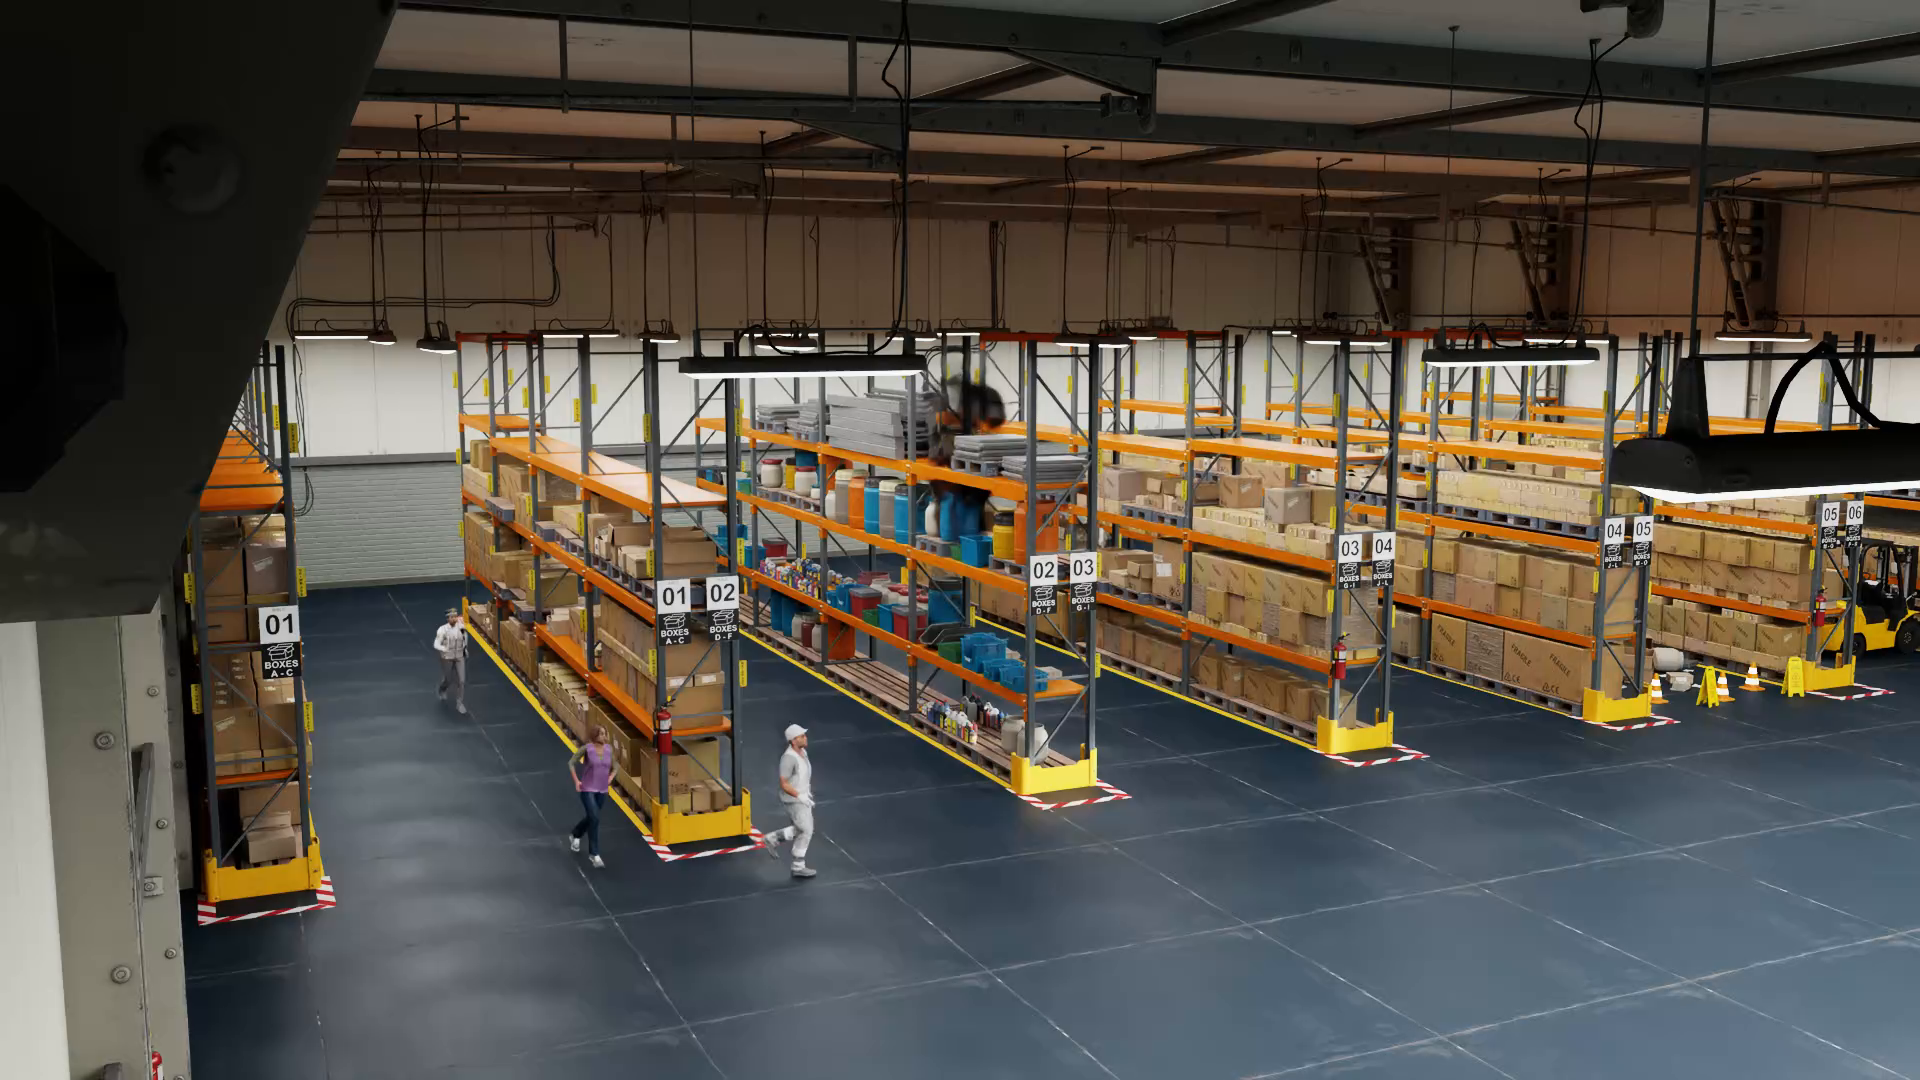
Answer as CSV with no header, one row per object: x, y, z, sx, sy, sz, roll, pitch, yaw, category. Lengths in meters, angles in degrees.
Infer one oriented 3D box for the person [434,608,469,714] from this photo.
-8.179,1.898,26.778,0.600,1.681,0.892,-6,9,-36,person

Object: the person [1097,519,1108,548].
3.066,0.348,37.878,0.658,1.794,0.717,-4,9,-26,person

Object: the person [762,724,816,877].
-1.932,2.939,18.839,0.676,1.756,0.660,1,8,9,person

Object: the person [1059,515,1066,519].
2.421,0.151,40.329,0.550,1.532,0.520,1,8,6,person

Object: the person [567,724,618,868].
-4.272,2.945,19.464,0.548,1.602,0.753,-7,11,-43,person
